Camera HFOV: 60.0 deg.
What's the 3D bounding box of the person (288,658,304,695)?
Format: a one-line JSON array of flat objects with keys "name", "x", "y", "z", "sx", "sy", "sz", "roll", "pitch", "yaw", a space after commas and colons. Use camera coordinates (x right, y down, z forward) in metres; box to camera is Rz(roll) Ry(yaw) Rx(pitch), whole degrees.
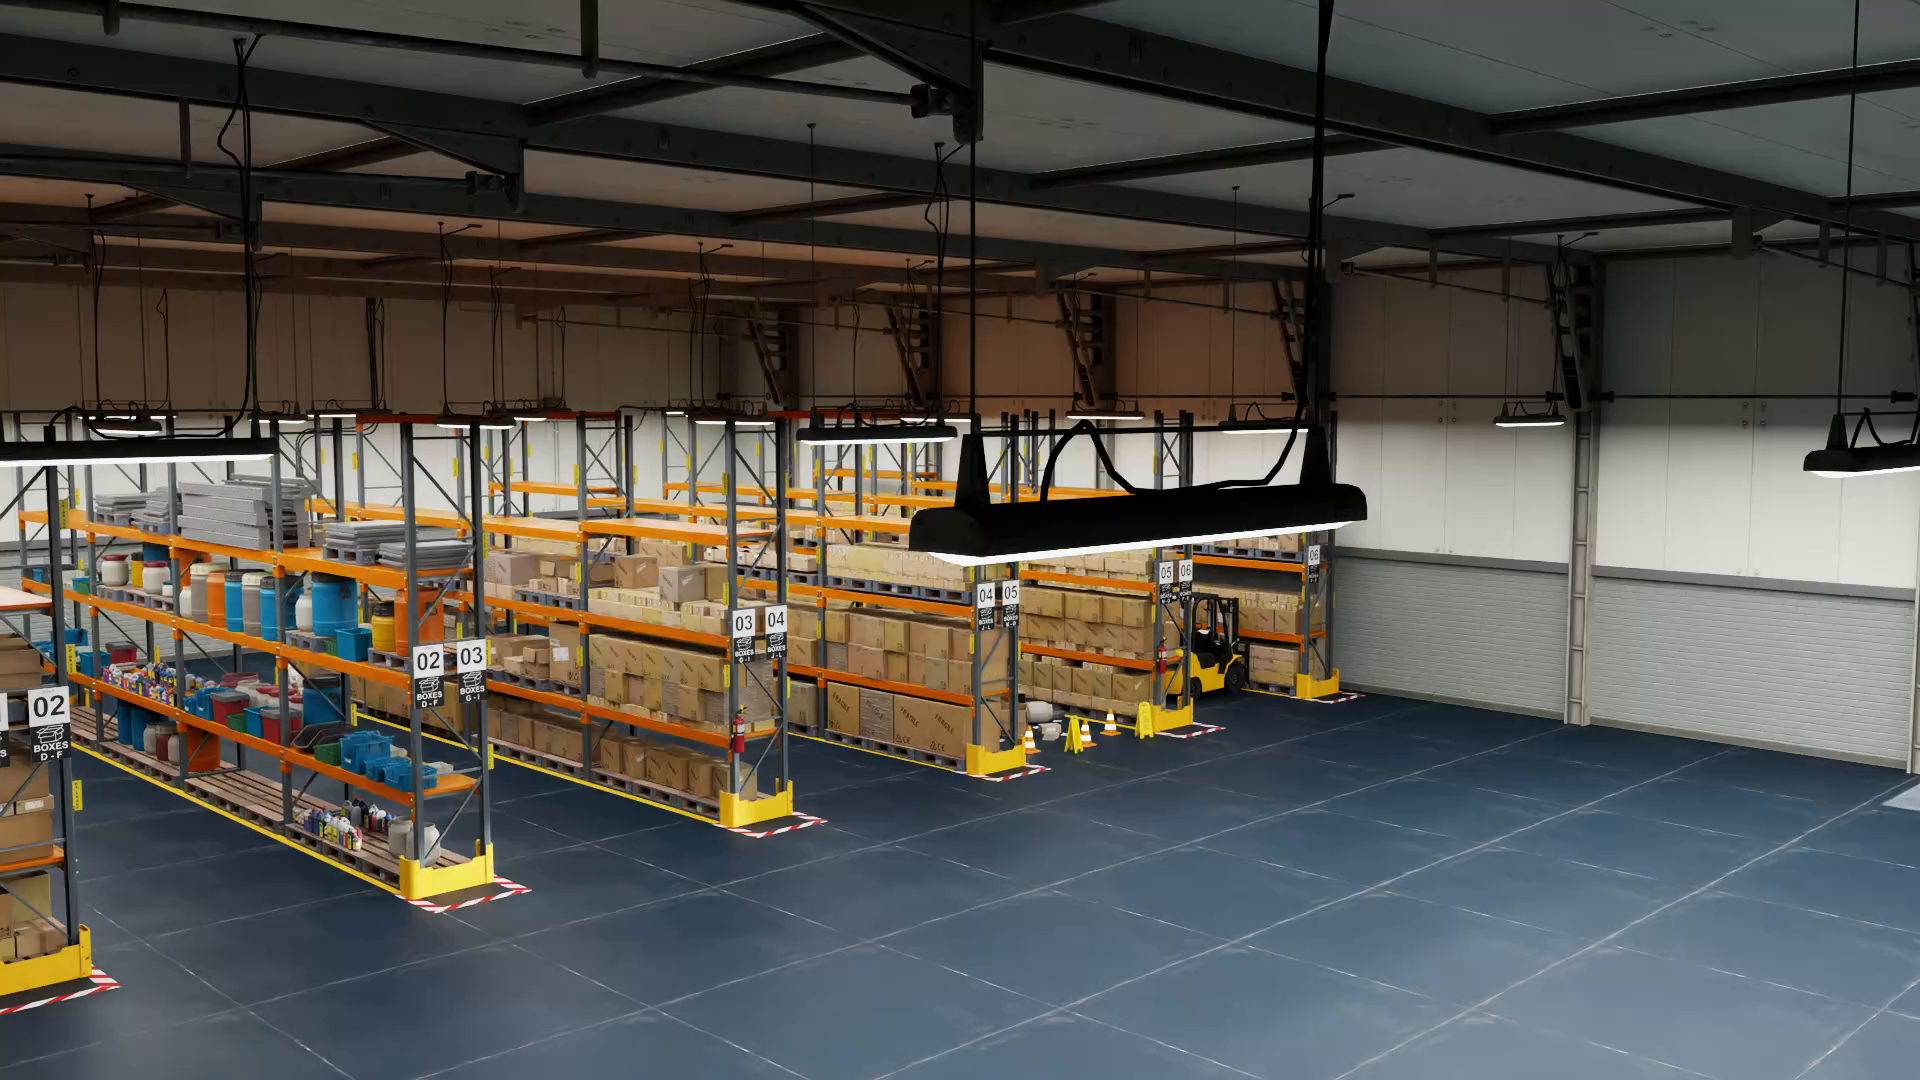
[{"name": "person", "x": -11.954, "y": 2.855, "z": 29.949, "sx": 0.615, "sy": 1.741, "sz": 0.479, "roll": 4, "pitch": 6, "yaw": 35}]
